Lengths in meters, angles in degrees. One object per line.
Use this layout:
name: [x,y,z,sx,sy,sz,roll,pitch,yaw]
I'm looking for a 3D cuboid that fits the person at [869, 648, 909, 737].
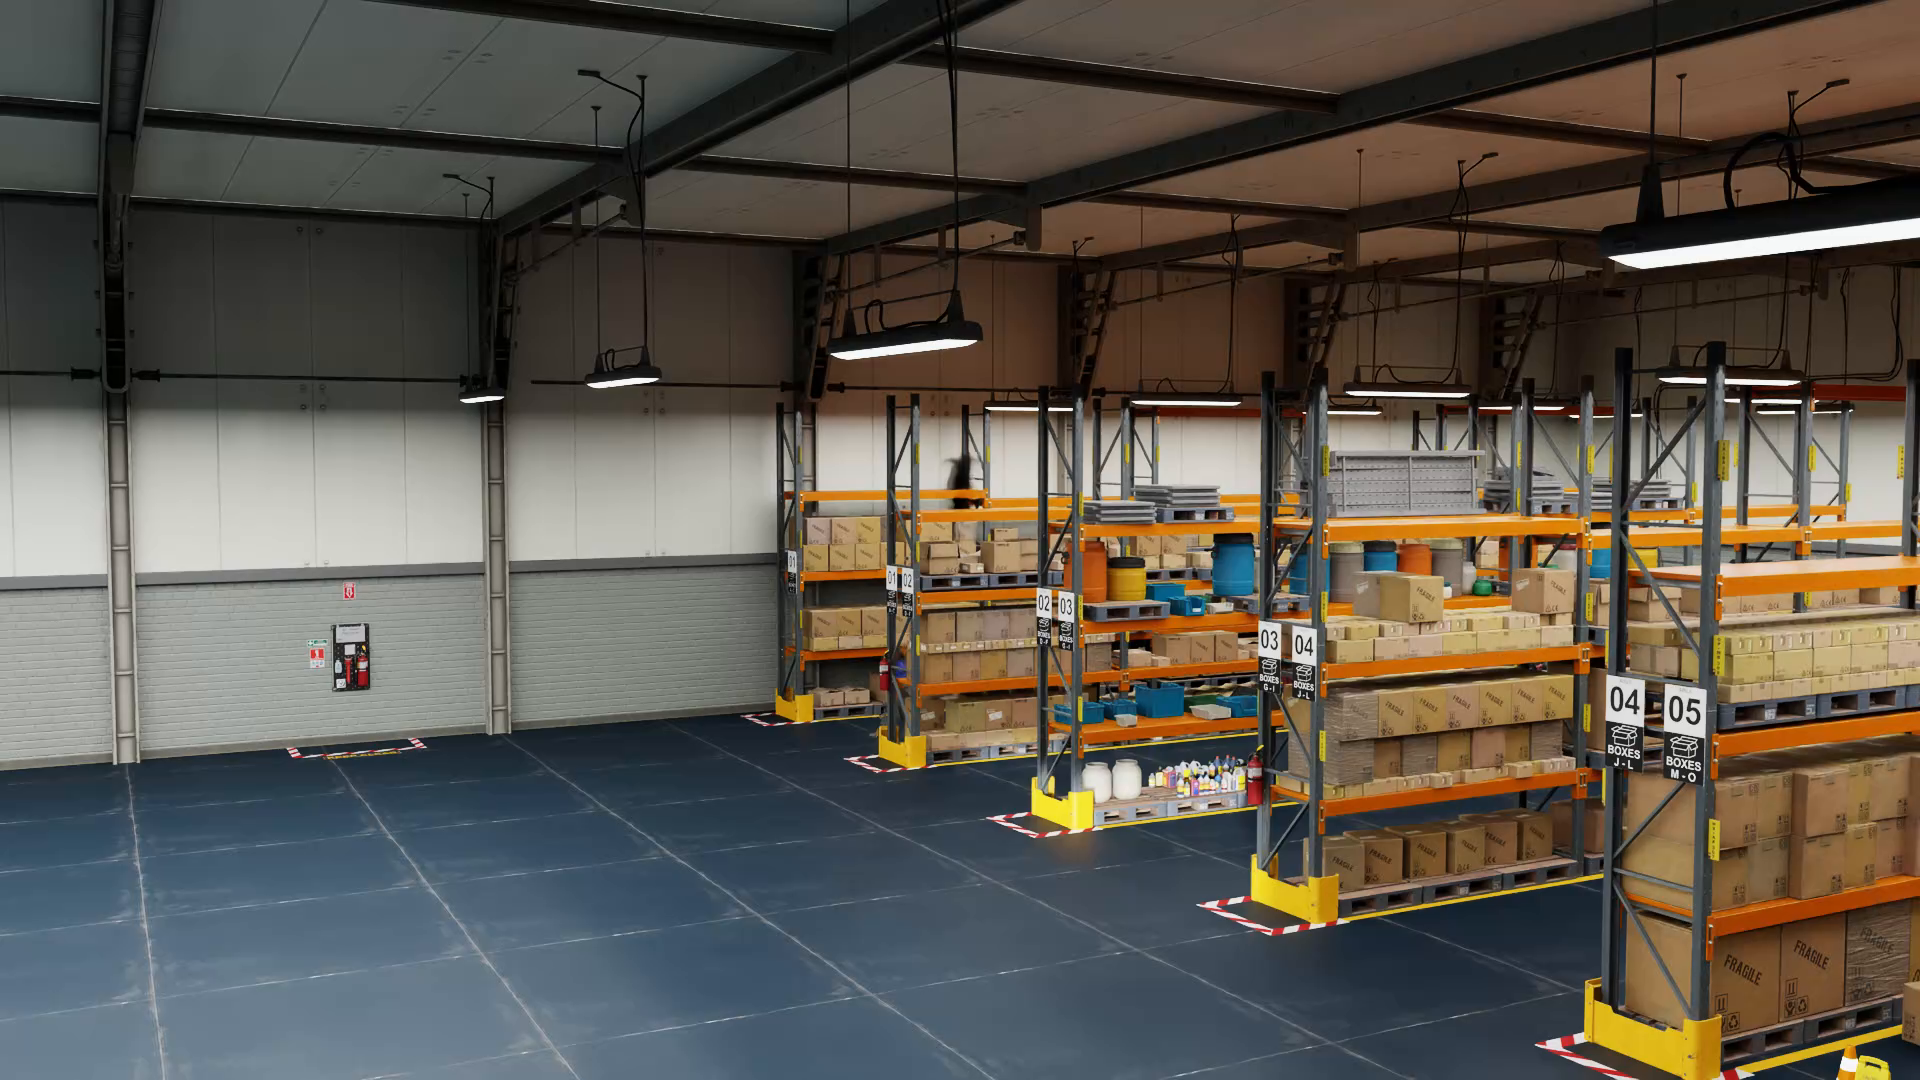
person: [-1.071,2.680,29.118,0.985,1.594,0.637,-1,3,-19]
